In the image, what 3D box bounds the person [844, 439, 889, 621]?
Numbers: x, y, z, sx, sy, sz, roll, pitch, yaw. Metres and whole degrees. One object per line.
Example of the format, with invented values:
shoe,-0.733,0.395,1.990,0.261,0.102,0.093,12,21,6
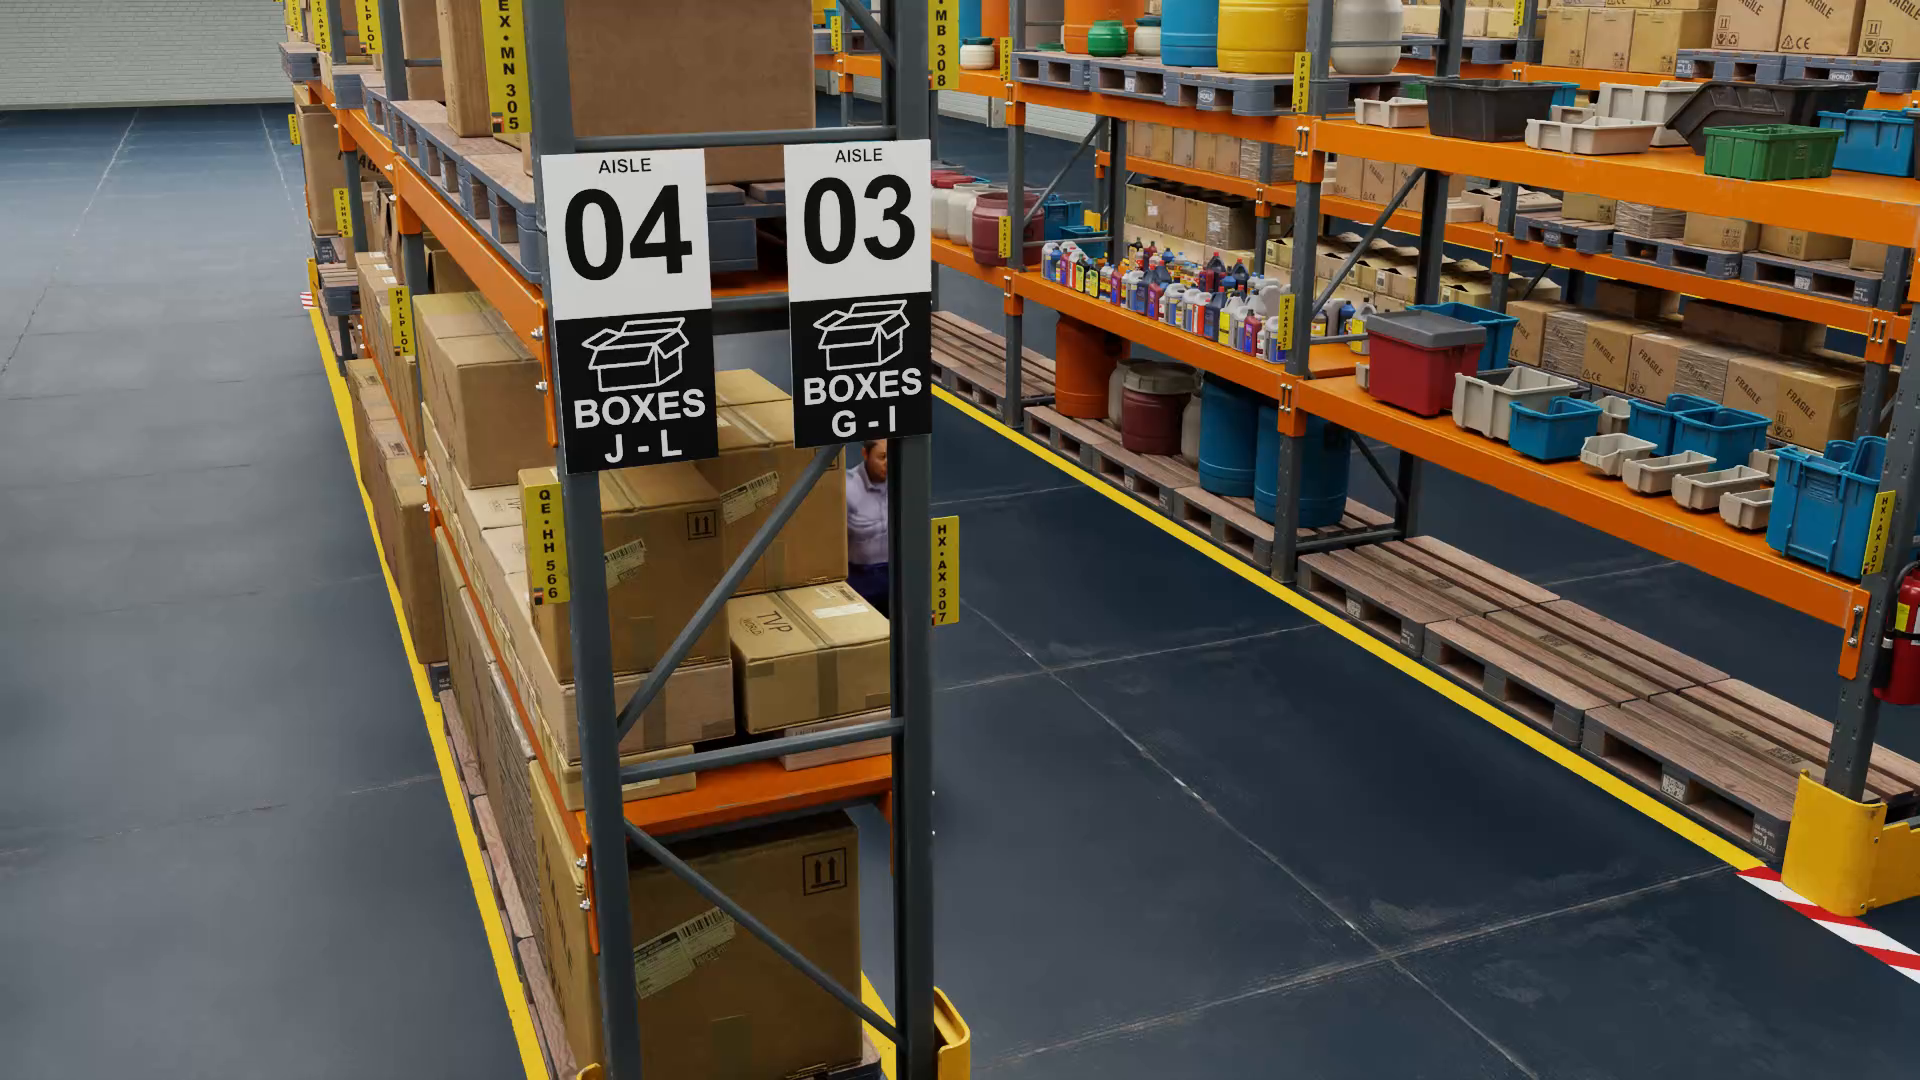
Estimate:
person,-0.402,0.244,7.866,0.543,1.651,0.423,-9,21,-24
